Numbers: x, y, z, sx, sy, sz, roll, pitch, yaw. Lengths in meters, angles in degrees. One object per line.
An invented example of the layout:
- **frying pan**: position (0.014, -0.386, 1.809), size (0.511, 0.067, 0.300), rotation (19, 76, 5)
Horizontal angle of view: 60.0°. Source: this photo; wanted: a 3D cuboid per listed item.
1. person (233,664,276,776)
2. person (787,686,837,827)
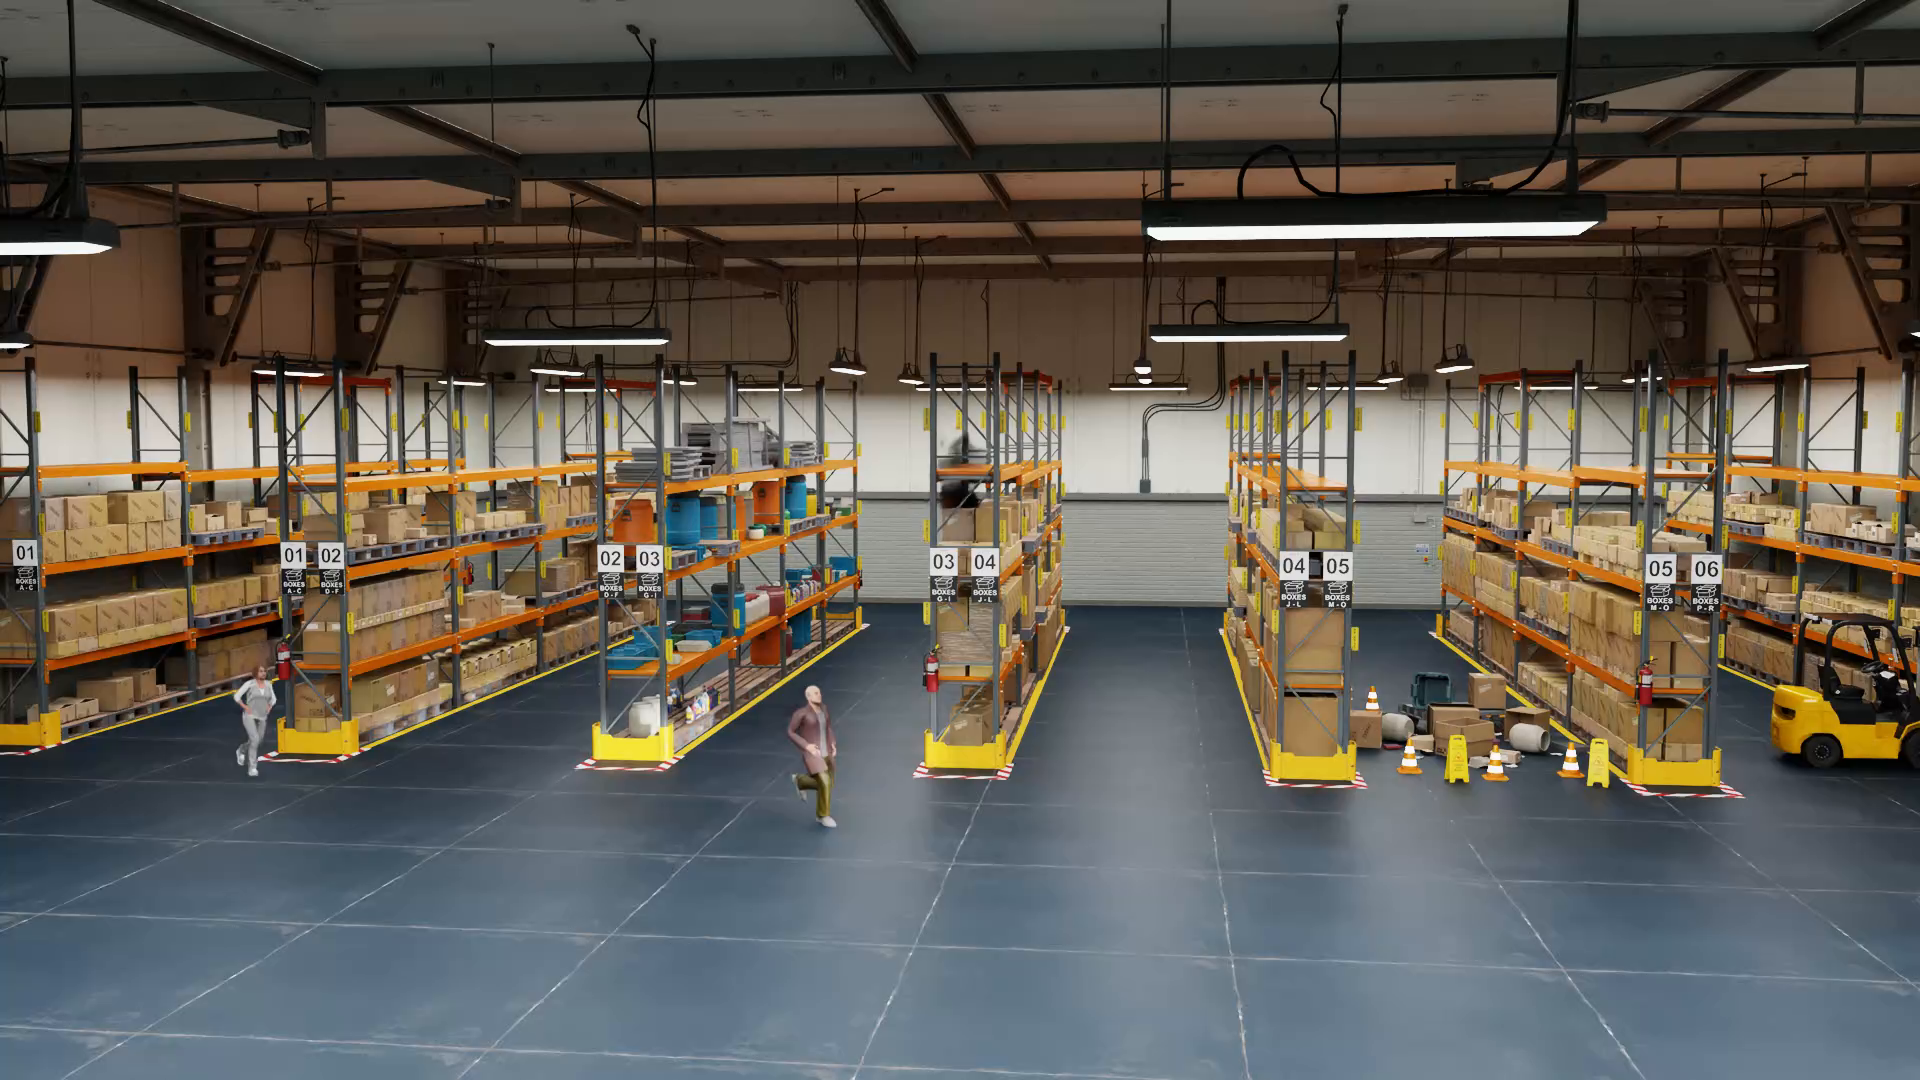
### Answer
- **person**: position (-10.106, 2.562, 23.845), size (0.686, 1.570, 0.581), rotation (4, 6, 43)
- **person**: position (-1.847, 2.684, 20.830), size (0.820, 1.734, 0.722), rotation (3, 5, 36)
